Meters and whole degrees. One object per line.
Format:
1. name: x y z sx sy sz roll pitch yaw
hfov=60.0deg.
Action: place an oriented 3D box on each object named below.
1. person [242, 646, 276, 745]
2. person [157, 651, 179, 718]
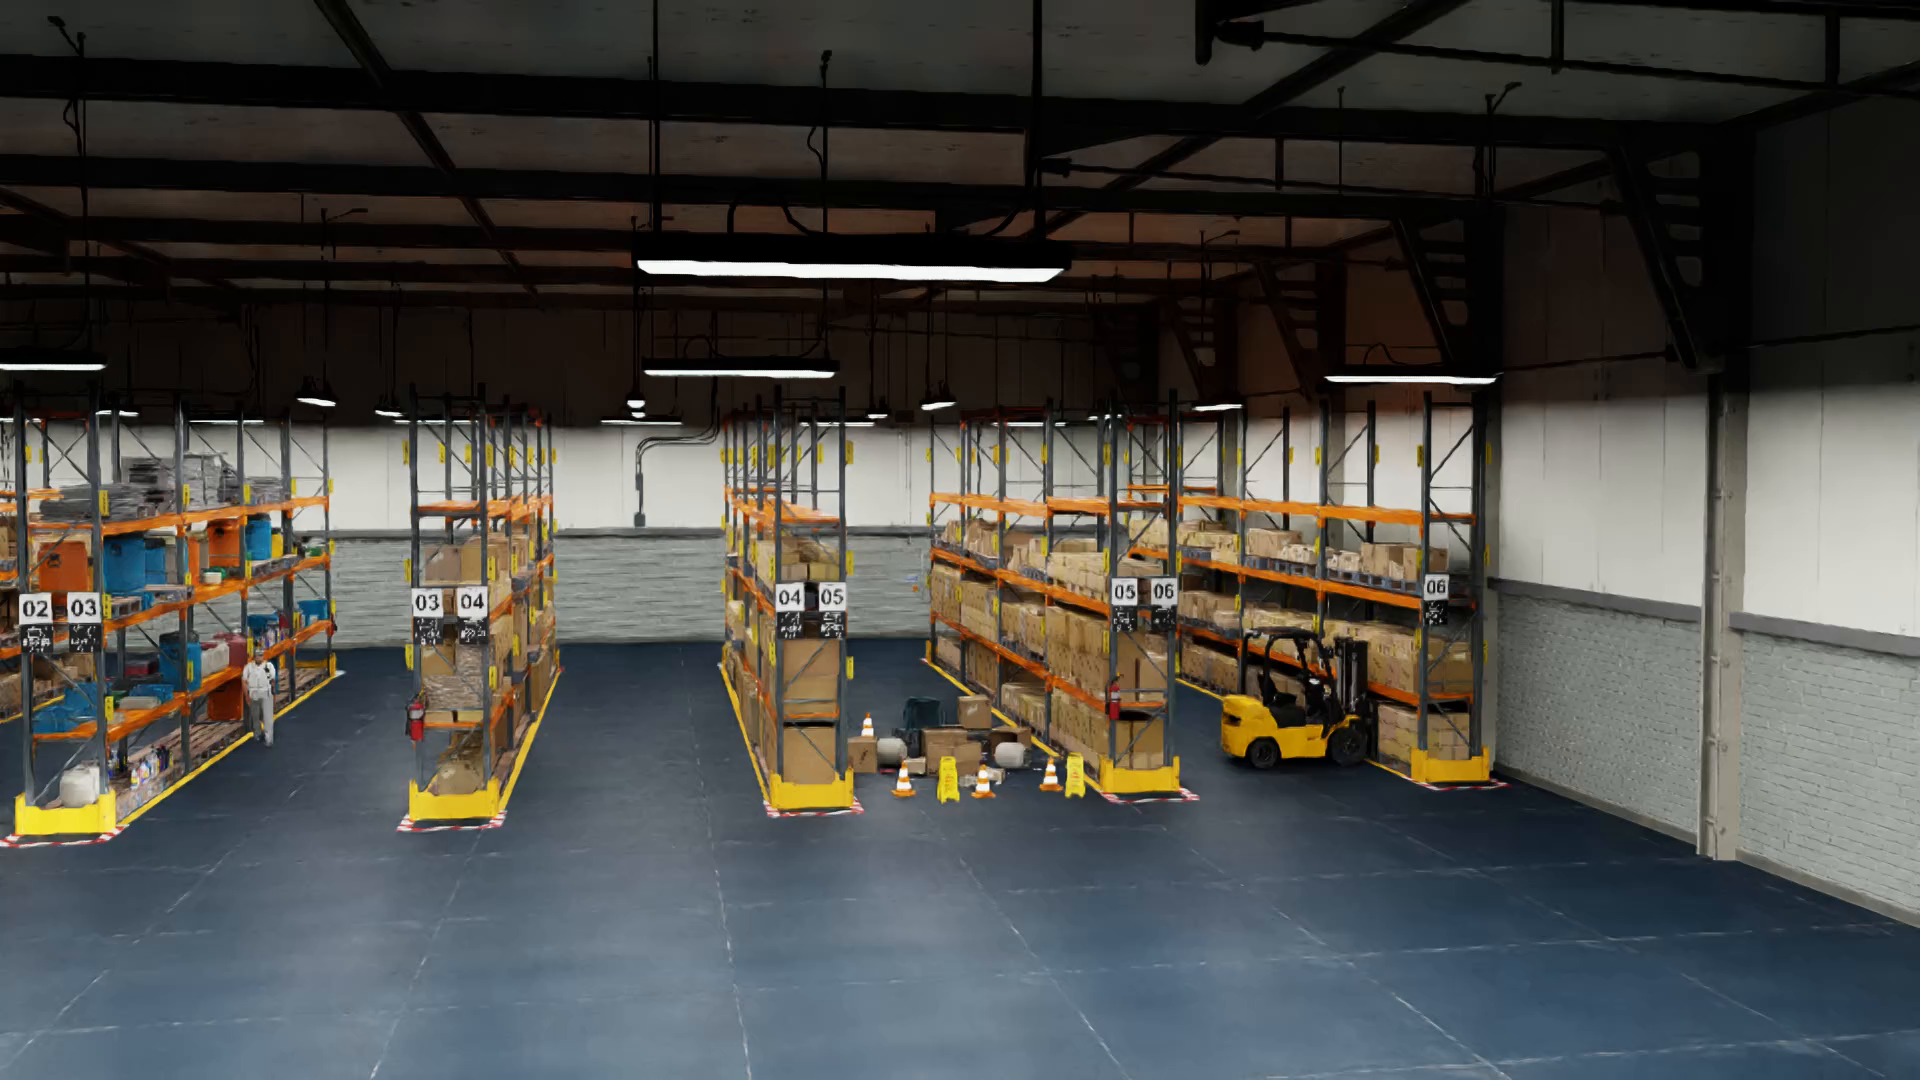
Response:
1. person: -12.108 2.678 28.724 0.535 1.703 1.036 -1 3 -19
2. person: -15.130 2.576 31.809 0.482 1.589 1.086 0 3 -8
